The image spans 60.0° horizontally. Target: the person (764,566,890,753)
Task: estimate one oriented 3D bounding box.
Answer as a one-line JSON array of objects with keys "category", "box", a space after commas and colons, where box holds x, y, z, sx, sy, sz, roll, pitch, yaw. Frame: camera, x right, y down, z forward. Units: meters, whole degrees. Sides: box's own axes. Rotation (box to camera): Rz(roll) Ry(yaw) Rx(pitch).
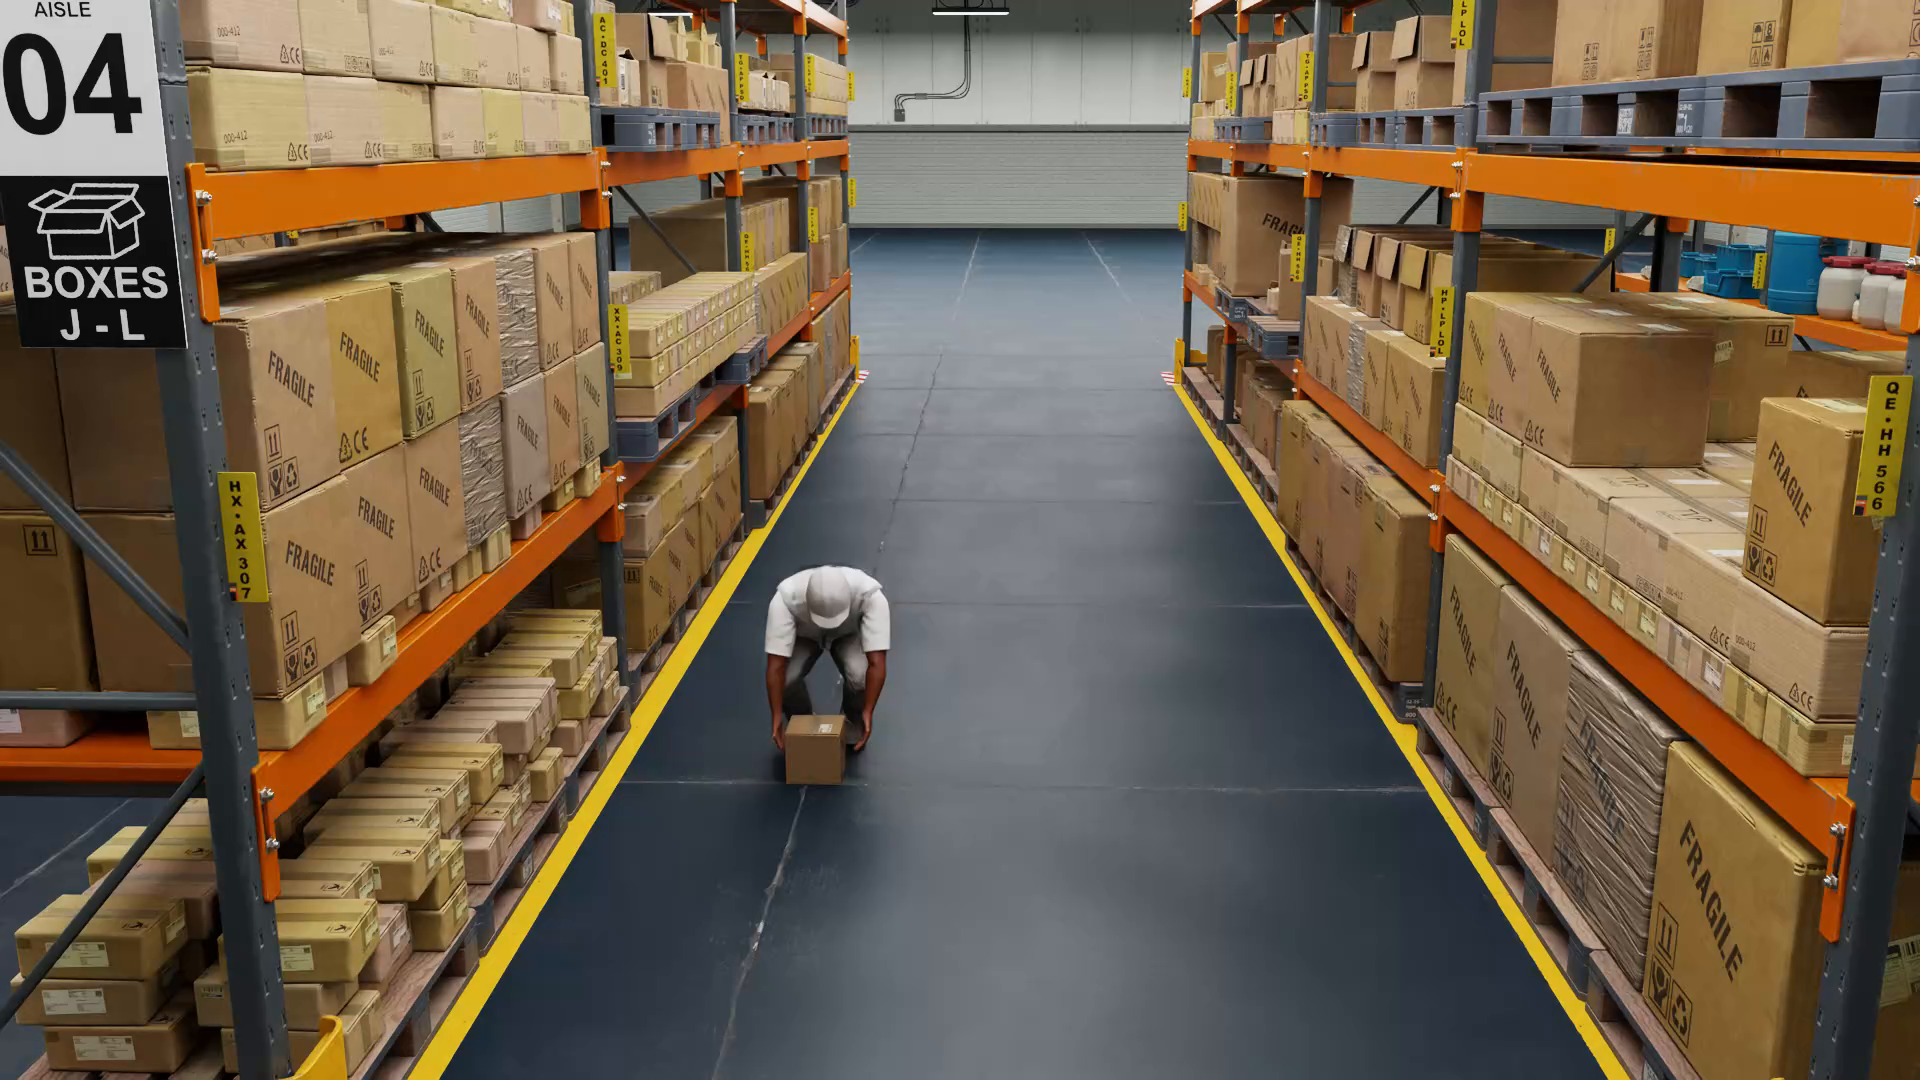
[{"category": "person", "box": [-0.616, 0.524, 7.946, 0.584, 0.994, 0.894, 0, 14, 1]}]
